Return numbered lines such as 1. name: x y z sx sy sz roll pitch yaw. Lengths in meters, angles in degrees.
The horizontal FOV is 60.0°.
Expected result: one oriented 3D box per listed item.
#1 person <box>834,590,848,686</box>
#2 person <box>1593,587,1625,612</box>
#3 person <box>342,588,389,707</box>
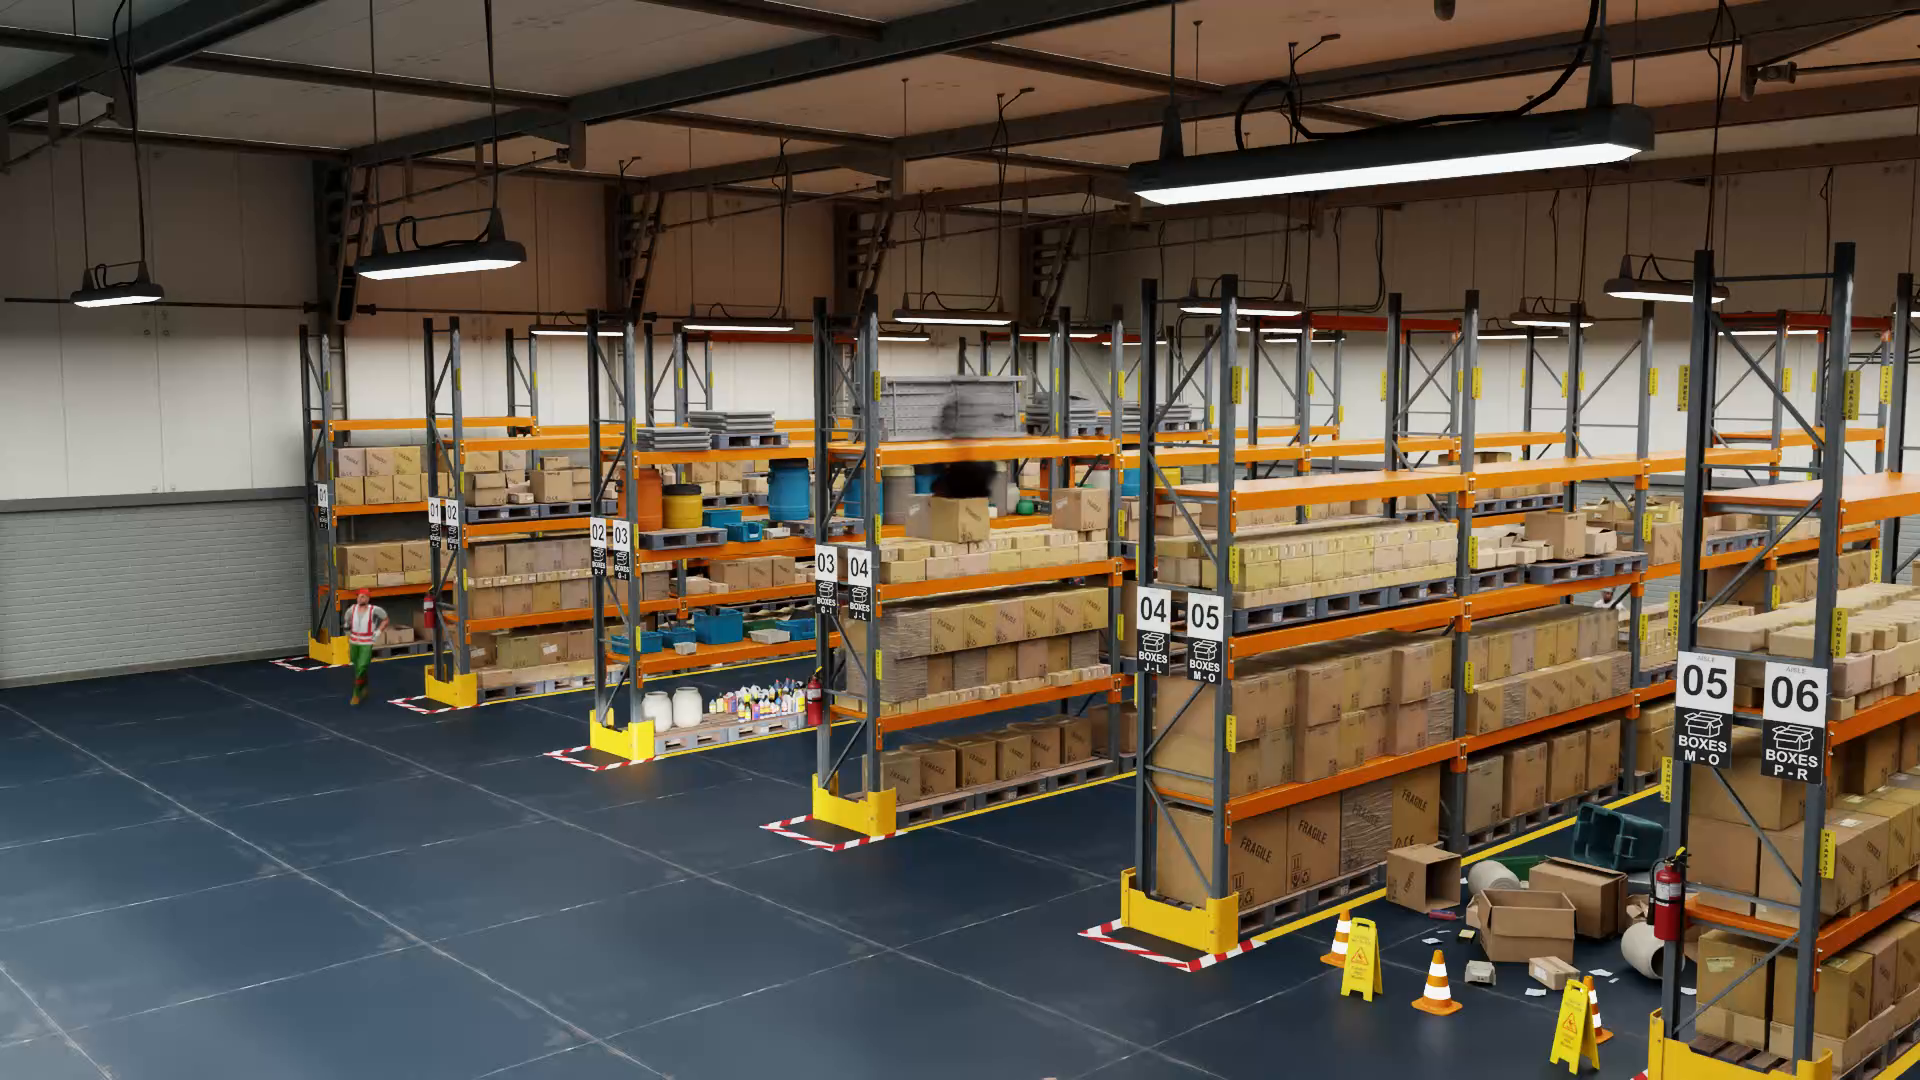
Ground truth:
1. person: -1.805 1.499 27.358 0.656 1.758 0.970 5 8 43
2. person: 10.714 1.561 27.583 0.594 1.669 0.517 5 8 40
3. person: -9.320 1.651 26.025 0.654 1.835 0.788 1 6 8
